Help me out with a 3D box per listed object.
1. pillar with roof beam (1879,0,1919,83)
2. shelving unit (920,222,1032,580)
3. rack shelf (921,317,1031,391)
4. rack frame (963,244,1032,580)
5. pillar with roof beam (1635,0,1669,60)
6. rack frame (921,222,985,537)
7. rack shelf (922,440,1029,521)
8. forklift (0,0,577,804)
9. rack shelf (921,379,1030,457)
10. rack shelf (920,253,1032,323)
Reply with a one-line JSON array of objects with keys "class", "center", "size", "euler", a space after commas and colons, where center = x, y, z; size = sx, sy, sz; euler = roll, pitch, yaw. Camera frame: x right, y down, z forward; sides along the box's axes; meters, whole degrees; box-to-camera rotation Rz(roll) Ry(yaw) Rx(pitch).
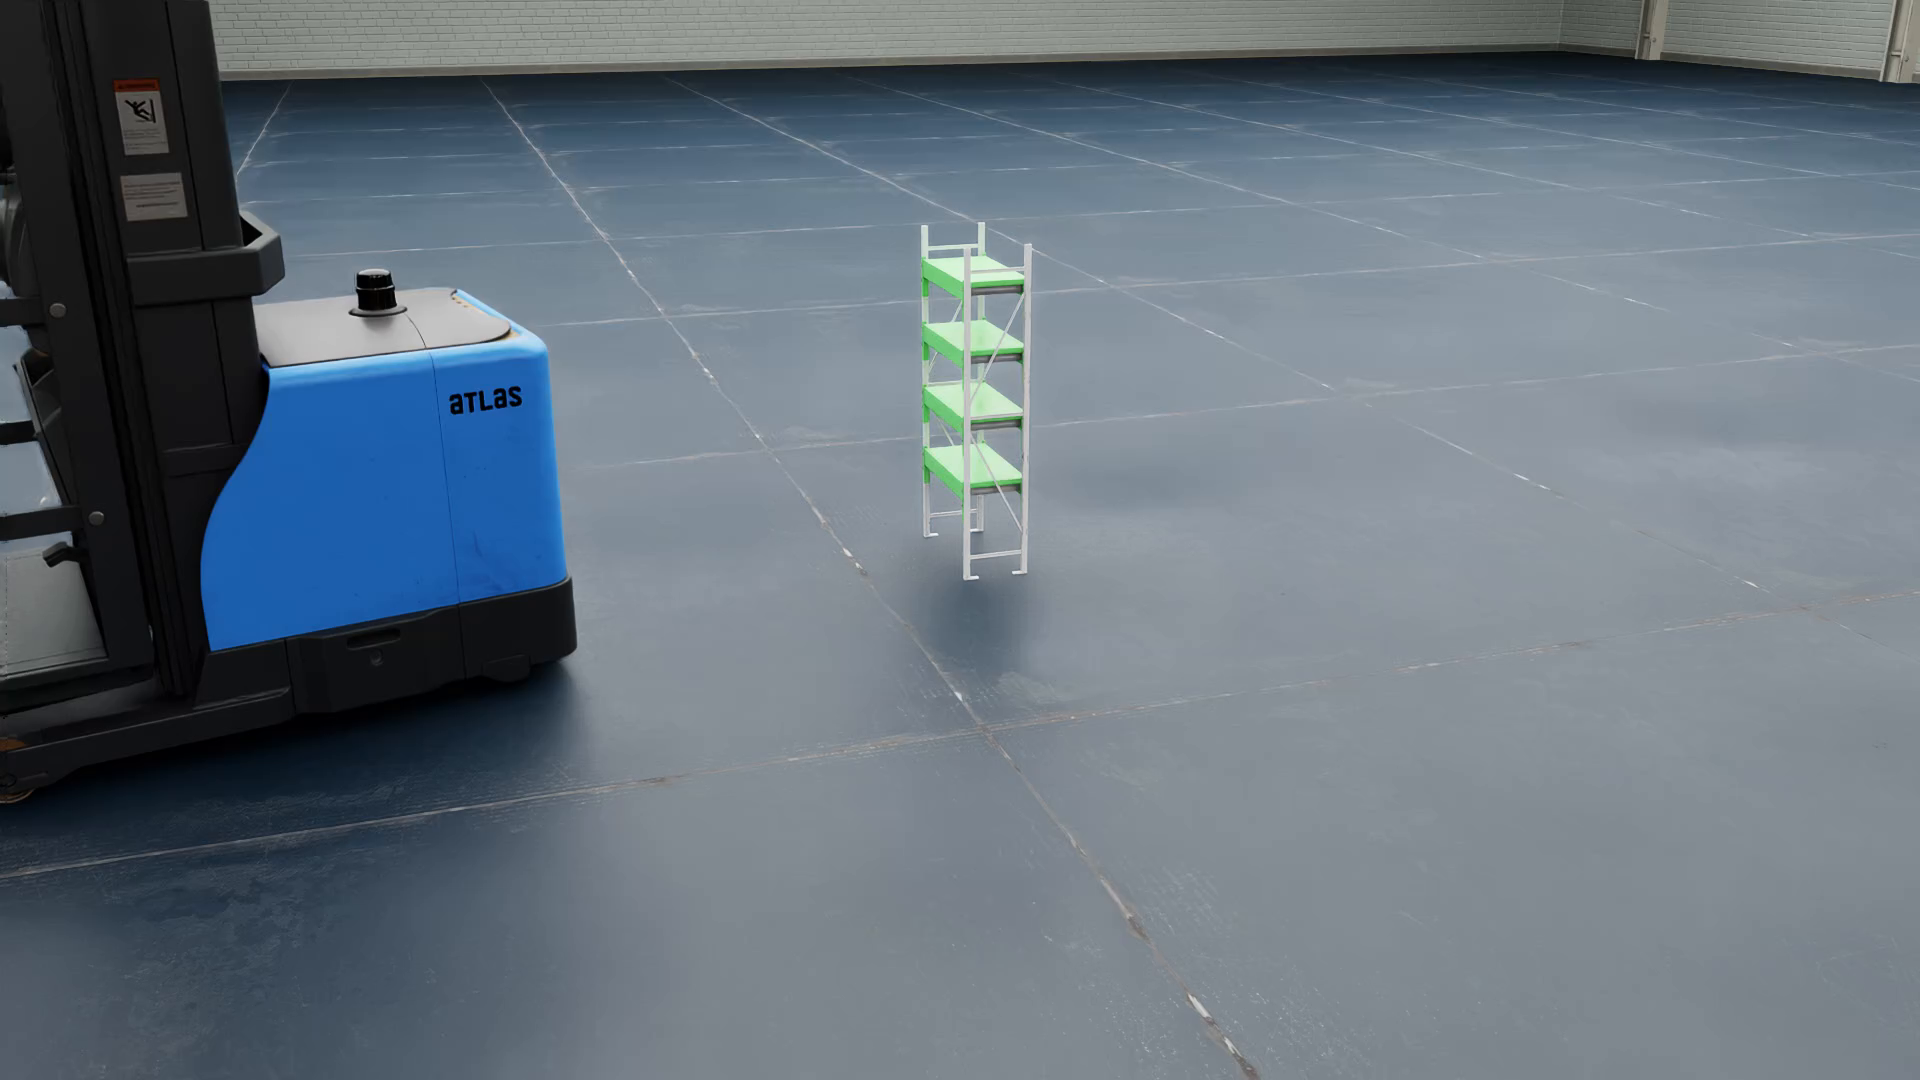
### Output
[{"class": "pillar with roof beam", "center": [11.392, -11.354, 24.714], "size": [9.100, 9.000, 0.400], "euler": [-6, 21, -17]}, {"class": "shelving unit", "center": [0.052, -0.512, 6.066], "size": [0.258, 1.200, 0.503], "euler": [-6, 21, -17]}, {"class": "rack shelf", "center": [0.052, -0.677, 6.006], "size": [0.258, 0.148, 0.480], "euler": [-6, 21, -17]}, {"class": "rack frame", "center": [0.129, -0.433, 5.848], "size": [0.240, 1.200, 0.015], "euler": [-6, 21, -17]}, {"class": "pillar with roof beam", "center": [9.507, -13.279, 30.074], "size": [9.100, 9.000, 0.400], "euler": [-6, 21, -17]}, {"class": "rack frame", "center": [-0.025, -0.590, 6.284], "size": [0.240, 1.200, 0.015], "euler": [-6, 21, -17]}, {"class": "rack shelf", "center": [0.052, -0.226, 6.169], "size": [0.258, 0.148, 0.480], "euler": [-6, 21, -17]}, {"class": "forklift", "center": [-2.738, -0.844, 4.429], "size": [3.031, 2.935, 1.130], "euler": [-12, 23, -29]}, {"class": "rack shelf", "center": [0.052, -0.451, 6.087], "size": [0.258, 0.148, 0.480], "euler": [-6, 21, -17]}, {"class": "rack shelf", "center": [0.052, -0.903, 5.925], "size": [0.258, 0.148, 0.480], "euler": [-6, 21, -17]}]
